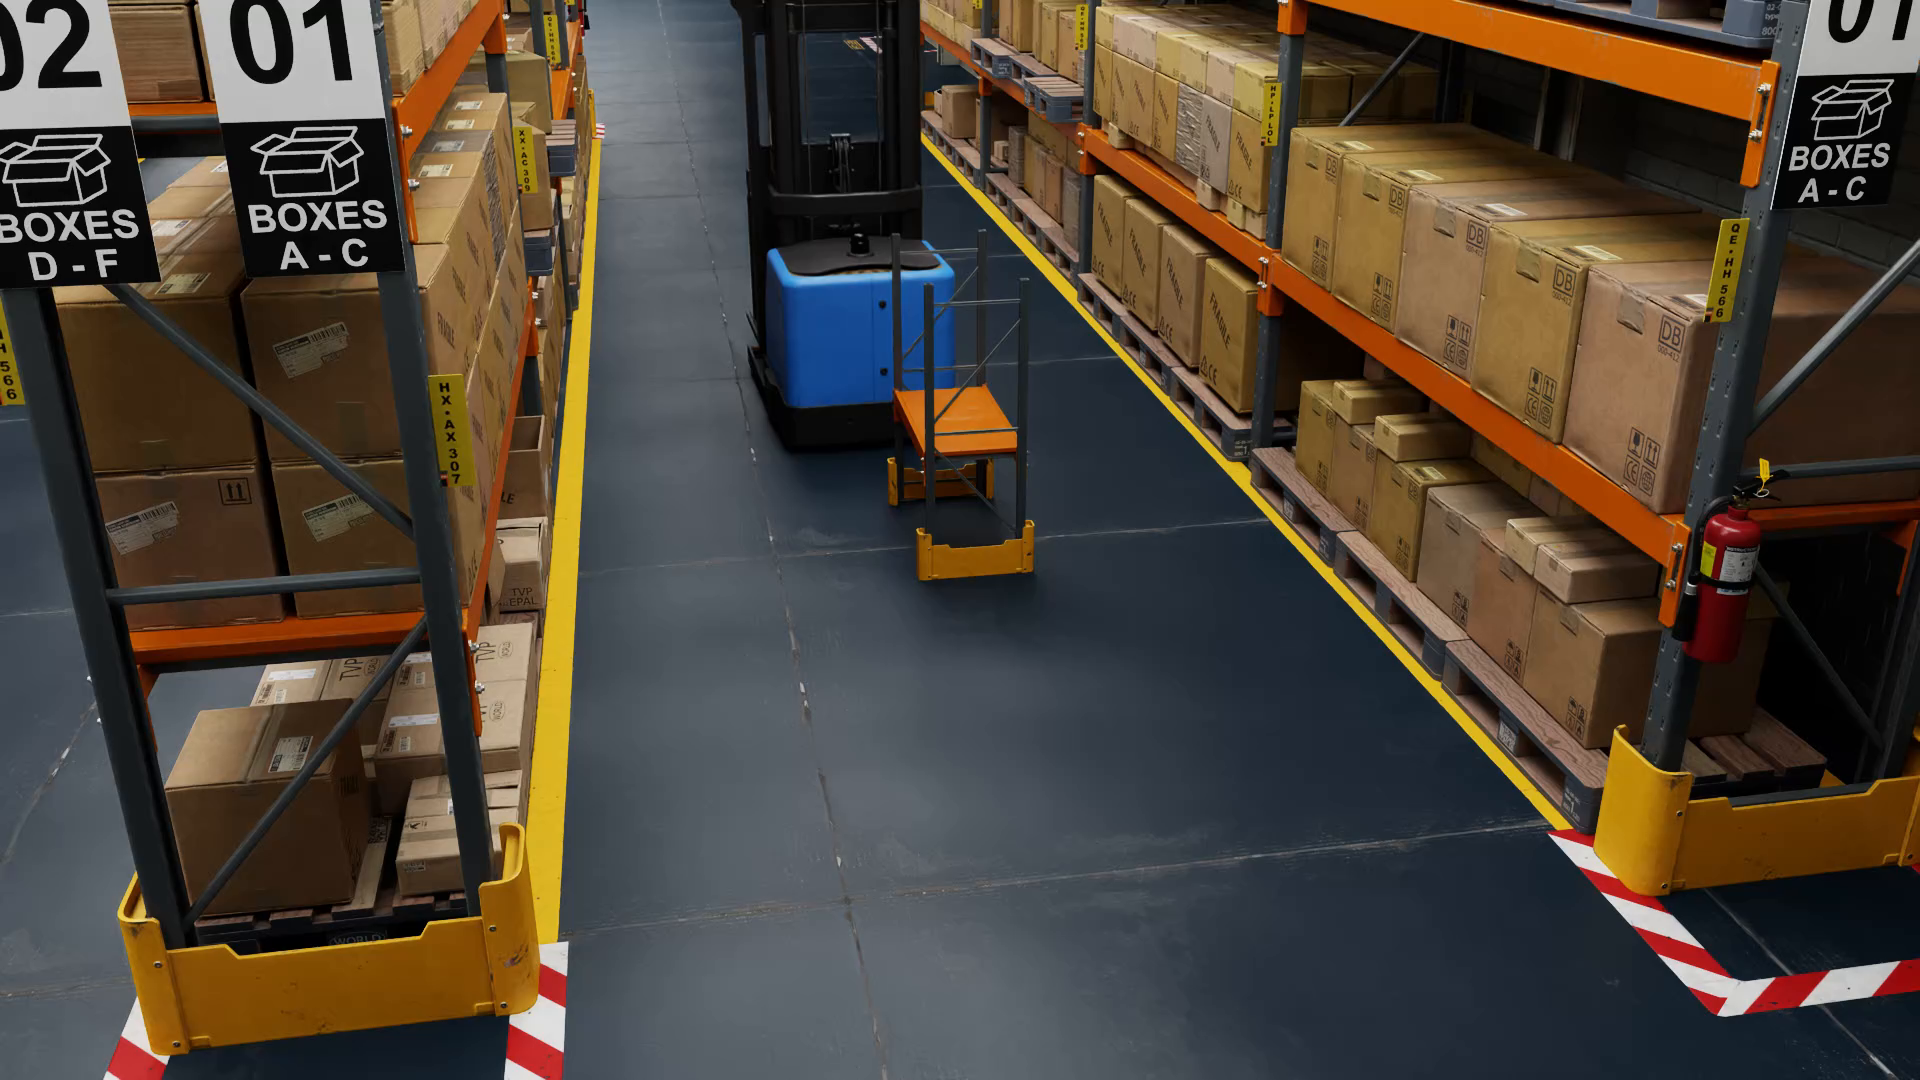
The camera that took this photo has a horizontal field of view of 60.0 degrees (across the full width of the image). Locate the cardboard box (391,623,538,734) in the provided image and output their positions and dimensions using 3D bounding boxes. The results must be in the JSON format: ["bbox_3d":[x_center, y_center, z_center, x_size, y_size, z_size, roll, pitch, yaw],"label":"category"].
[{"bbox_3d":[-1.951,0.566,6.591,0.500,0.250,0.500,-4,24,-10],"label":"cardboard box"}]

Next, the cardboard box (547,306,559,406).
[{"bbox_3d":[-2.728,-1.108,10.112,0.500,0.500,0.500,-4,24,-9],"label":"cardboard box"}]

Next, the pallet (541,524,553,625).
[{"bbox_3d":[-2.558,0.111,8.233,1.003,0.211,1.213,-4,24,-10],"label":"pallet"}]

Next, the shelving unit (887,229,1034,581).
[{"bbox_3d":[-0.014,-0.717,8.518,0.587,1.500,1.083,-4,24,-10],"label":"shelving unit"}]

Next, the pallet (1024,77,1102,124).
[{"bbox_3d":[1.208,-3.563,13.400,1.213,0.211,1.003,-4,24,-10],"label":"pallet"}]

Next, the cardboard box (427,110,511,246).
[{"bbox_3d":[-2.238,-1.560,7.200,0.500,0.500,0.500,-5,24,-11],"label":"cardboard box"}]

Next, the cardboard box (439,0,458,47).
[{"bbox_3d":[-1.963,-1.785,5.529,0.500,0.250,0.500,-4,24,-10],"label":"cardboard box"}]

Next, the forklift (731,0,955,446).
[{"bbox_3d":[-0.841,-2.461,10.723,1.130,2.935,3.031,-5,24,-12],"label":"forklift"}]

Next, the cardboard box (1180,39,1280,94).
[{"bbox_3d":[1.667,-2.908,10.201,0.500,0.250,0.500,-4,24,-9],"label":"cardboard box"}]

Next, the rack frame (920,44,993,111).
[{"bbox_3d":[-0.035,-6.525,19.943,1.000,3.000,0.127,-4,24,-10],"label":"rack frame"}]

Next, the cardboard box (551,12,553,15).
[{"bbox_3d":[-4.355,-5.011,16.350,0.700,0.500,0.500,-5,24,-10],"label":"cardboard box"}]

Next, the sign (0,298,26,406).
[{"bbox_3d":[-2.493,-0.506,4.320,0.100,0.325,0.005,-4,24,-10],"label":"sign"}]

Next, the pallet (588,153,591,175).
[{"bbox_3d":[-4.498,-4.103,17.880,1.003,0.211,1.213,-4,24,-10],"label":"pallet"}]

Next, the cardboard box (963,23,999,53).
[{"bbox_3d":[0.319,-5.056,16.742,0.500,0.250,0.500,-4,24,-10],"label":"cardboard box"}]

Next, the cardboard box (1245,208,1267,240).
[{"bbox_3d":[1.843,-1.811,9.439,0.380,0.149,0.250,-4,24,-9],"label":"cardboard box"}]

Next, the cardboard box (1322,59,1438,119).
[{"bbox_3d":[2.355,-2.541,9.361,0.500,0.250,0.500,-4,24,-8],"label":"cardboard box"}]

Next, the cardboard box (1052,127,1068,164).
[{"bbox_3d":[1.116,-3.489,14.626,0.500,0.250,0.500,-4,24,-10],"label":"cardboard box"}]

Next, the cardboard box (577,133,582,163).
[{"bbox_3d":[-3.806,-3.635,15.536,0.500,0.311,0.500,-4,24,-10],"label":"cardboard box"}]

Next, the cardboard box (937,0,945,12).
[{"bbox_3d":[0.036,-5.998,17.962,0.500,0.500,0.500,-4,24,-8],"label":"cardboard box"}]

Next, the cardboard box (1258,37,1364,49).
[{"bbox_3d":[2.154,-2.943,10.281,0.500,0.250,0.500,-5,24,-12],"label":"cardboard box"}]

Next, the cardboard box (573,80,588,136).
[{"bbox_3d":[-4.126,-4.459,17.185,0.500,0.500,0.500,-4,24,-10],"label":"cardboard box"}]

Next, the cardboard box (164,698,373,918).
[{"bbox_3d":[-2.287,0.884,5.551,0.500,0.500,0.500,-4,24,-10],"label":"cardboard box"}]

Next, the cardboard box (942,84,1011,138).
[{"bbox_3d":[0.196,-4.786,18.534,0.700,0.500,0.500,-6,24,-13],"label":"cardboard box"}]

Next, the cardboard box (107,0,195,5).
[{"bbox_3d":[-2.290,-1.582,4.440,0.500,0.250,0.500,-4,24,-10],"label":"cardboard box"}]

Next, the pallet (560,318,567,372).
[{"bbox_3d":[-3.322,-1.436,11.775,1.003,0.211,1.213,-4,24,-10],"label":"pallet"}]

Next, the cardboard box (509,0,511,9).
[{"bbox_3d":[-4.468,-5.116,15.780,0.380,0.149,0.250,-5,24,-11],"label":"cardboard box"}]

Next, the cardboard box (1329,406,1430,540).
[{"bbox_3d":[2.311,-0.353,8.408,0.700,0.500,0.500,-5,24,-10],"label":"cardboard box"}]

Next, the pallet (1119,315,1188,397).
[{"bbox_3d":[1.738,-1.306,11.477,1.003,0.211,1.213,-4,24,-10],"label":"pallet"}]

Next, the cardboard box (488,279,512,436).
[{"bbox_3d":[-2.048,-0.701,6.482,0.500,0.500,0.500,-4,24,-9],"label":"cardboard box"}]

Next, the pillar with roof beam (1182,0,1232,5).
[{"bbox_3d":[-2.177,-6.385,12.125,9.100,9.000,0.400,-4,24,-10],"label":"pillar with roof beam"}]

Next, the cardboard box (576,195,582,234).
[{"bbox_3d":[-3.522,-2.774,14.265,0.500,0.250,0.500,-4,24,-9],"label":"cardboard box"}]

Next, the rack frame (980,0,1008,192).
[{"bbox_3d":[0.705,-4.952,16.341,1.000,3.000,0.127,-4,24,-10],"label":"rack frame"}]

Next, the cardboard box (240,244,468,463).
[{"bbox_3d":[-1.767,-0.562,4.915,0.500,0.500,0.500,-4,24,-8],"label":"cardboard box"}]

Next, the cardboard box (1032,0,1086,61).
[{"bbox_3d":[1.014,-4.520,14.676,0.700,0.500,0.500,-1,24,-2],"label":"cardboard box"}]

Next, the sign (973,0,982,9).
[{"bbox_3d":[0.173,-5.306,16.069,0.100,0.325,0.005,-4,24,-10],"label":"sign"}]

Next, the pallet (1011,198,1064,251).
[{"bbox_3d":[1.079,-2.887,15.097,1.003,0.211,1.213,-4,24,-10],"label":"pallet"}]

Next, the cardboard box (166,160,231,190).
[{"bbox_3d":[-2.586,-1.127,6.208,0.500,0.500,0.500,-4,24,-8],"label":"cardboard box"}]

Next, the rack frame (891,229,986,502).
[{"bbox_3d":[-0.110,-0.921,8.984,0.500,1.500,0.032,-4,24,-10],"label":"rack frame"}]

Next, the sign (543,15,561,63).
[{"bbox_3d":[-2.892,-3.549,11.780,0.100,0.325,0.005,-4,24,-10],"label":"sign"}]

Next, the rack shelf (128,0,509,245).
[{"bbox_3d":[-2.314,-1.696,6.036,1.077,0.370,4.000,-4,24,-10],"label":"rack shelf"}]

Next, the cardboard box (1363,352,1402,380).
[{"bbox_3d":[2.390,-0.920,8.896,0.380,0.149,0.250,-4,24,-10],"label":"cardboard box"}]

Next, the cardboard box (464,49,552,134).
[{"bbox_3d":[-3.196,-3.010,11.243,0.700,0.500,0.500,-13,27,-27],"label":"cardboard box"}]

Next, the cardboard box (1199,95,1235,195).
[{"bbox_3d":[1.747,-2.360,9.883,0.500,0.500,0.500,-4,24,-9],"label":"cardboard box"}]

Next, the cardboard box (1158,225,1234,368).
[{"bbox_3d":[1.769,-1.608,10.845,0.750,0.750,0.750,-4,24,-8],"label":"cardboard box"}]

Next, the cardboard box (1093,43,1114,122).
[{"bbox_3d":[1.283,-3.360,12.174,0.500,0.500,0.500,-4,24,-8],"label":"cardboard box"}]

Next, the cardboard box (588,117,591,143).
[{"bbox_3d":[-4.315,-4.508,18.235,0.500,0.250,0.500,-4,24,-10],"label":"cardboard box"}]

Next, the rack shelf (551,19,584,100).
[{"bbox_3d":[-4.533,-5.041,17.443,1.077,0.370,4.000,-4,24,-10],"label":"rack shelf"}]

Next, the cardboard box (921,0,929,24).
[{"bbox_3d":[-0.147,-6.047,19.011,0.500,0.250,0.500,-5,24,-11],"label":"cardboard box"}]

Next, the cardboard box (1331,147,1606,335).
[{"bbox_3d":[2.398,-1.441,7.926,0.980,0.700,0.700,-5,24,-11],"label":"cardboard box"}]

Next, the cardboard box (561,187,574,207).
[{"bbox_3d":[-3.337,-2.634,13.243,0.500,0.311,0.500,-5,24,-11],"label":"cardboard box"}]

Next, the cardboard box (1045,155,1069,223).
[{"bbox_3d":[1.159,-3.119,14.716,0.700,0.500,0.500,-4,24,-10],"label":"cardboard box"}]

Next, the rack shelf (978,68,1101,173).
[{"bbox_3d":[1.074,-3.836,14.684,1.077,0.370,4.000,-4,24,-10],"label":"rack shelf"}]

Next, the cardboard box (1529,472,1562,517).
[{"bbox_3d":[2.727,-0.207,7.265,0.380,0.149,0.250,-4,24,-9],"label":"cardboard box"}]

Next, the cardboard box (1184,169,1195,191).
[{"bbox_3d":[1.651,-2.314,10.590,0.380,0.149,0.250,-5,24,-11],"label":"cardboard box"}]

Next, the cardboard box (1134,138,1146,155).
[{"bbox_3d":[1.449,-2.826,11.761,0.380,0.149,0.250,-5,24,-10],"label":"cardboard box"}]

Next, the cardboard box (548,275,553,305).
[{"bbox_3d":[-2.812,-1.636,10.384,0.500,0.250,0.500,-5,24,-11],"label":"cardboard box"}]
